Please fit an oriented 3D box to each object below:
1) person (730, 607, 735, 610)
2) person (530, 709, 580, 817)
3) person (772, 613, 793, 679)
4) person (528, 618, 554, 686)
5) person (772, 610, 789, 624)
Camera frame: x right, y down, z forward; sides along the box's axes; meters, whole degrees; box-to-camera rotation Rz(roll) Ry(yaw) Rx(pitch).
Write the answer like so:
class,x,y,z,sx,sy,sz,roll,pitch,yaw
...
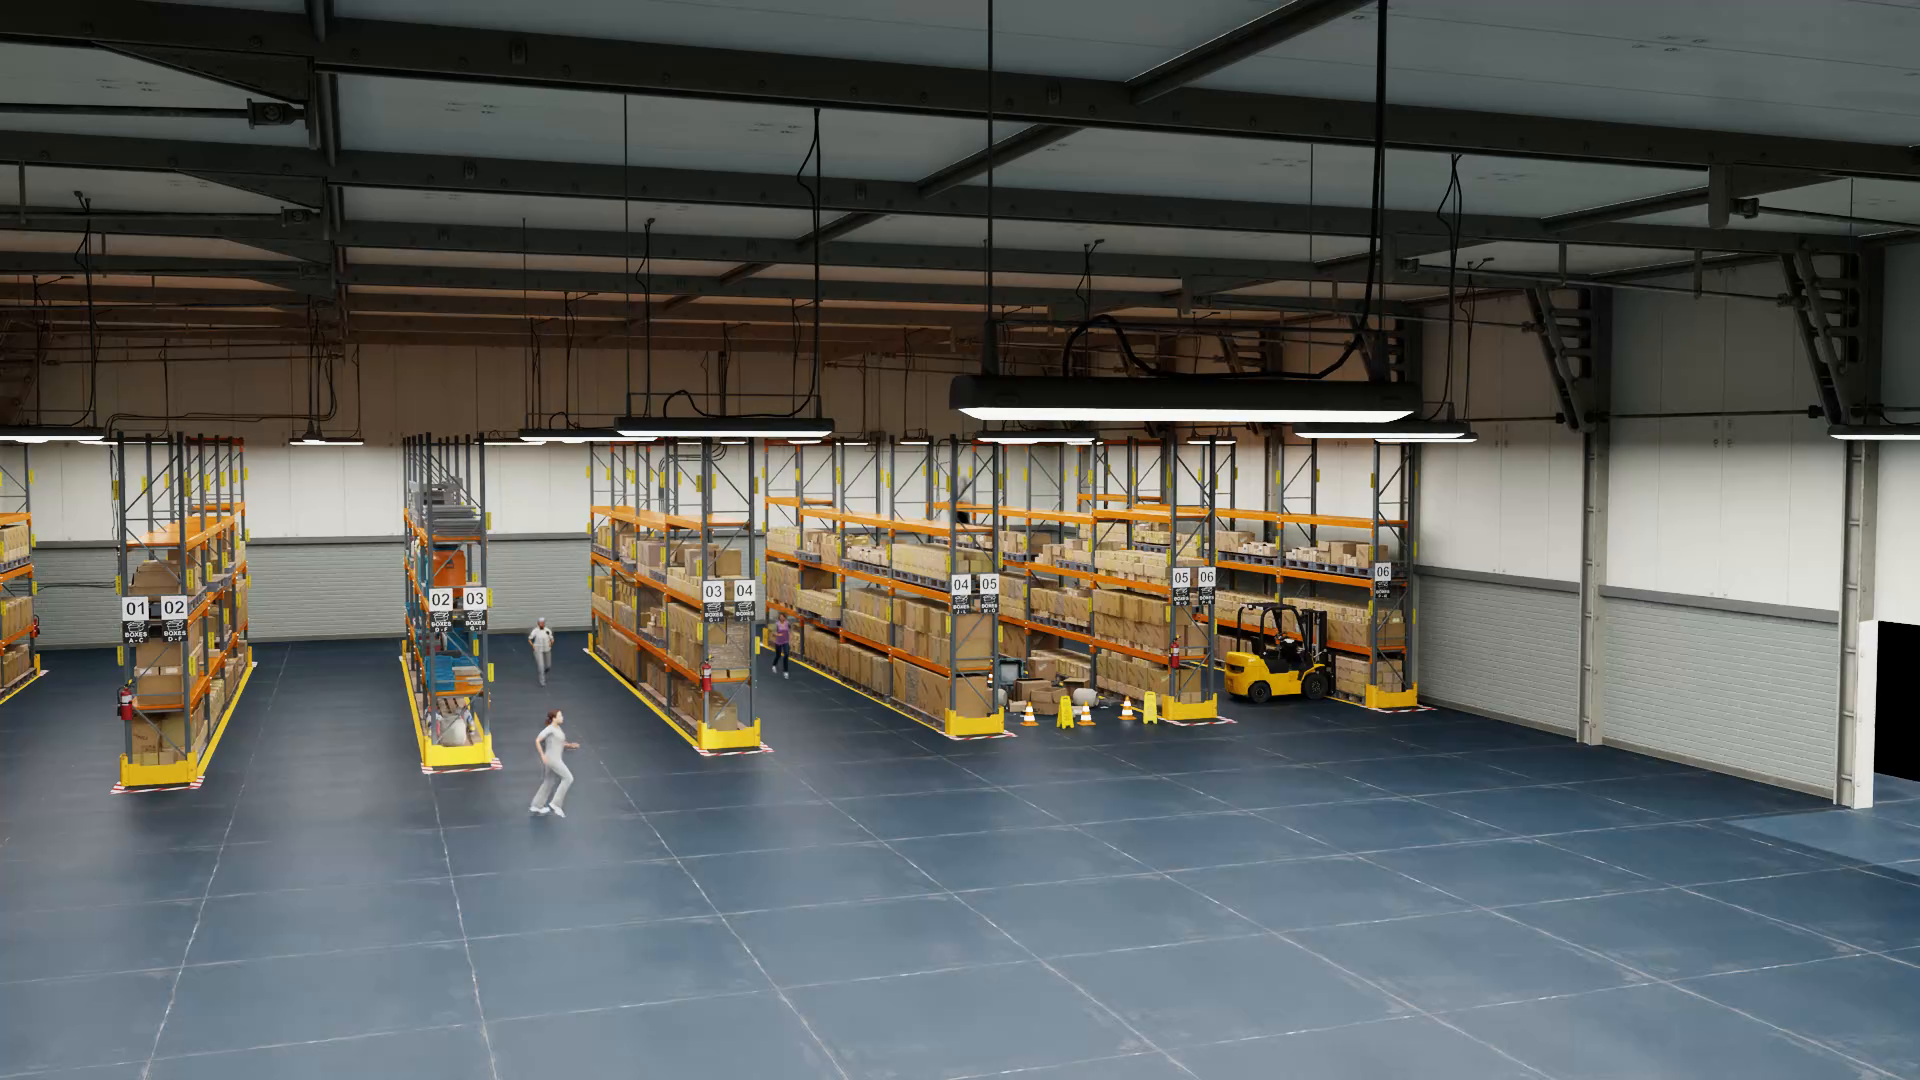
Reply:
class,x,y,z,sx,sy,sz,roll,pitch,yaw
person,-6.263,2.415,46.226,0.593,1.594,0.946,0,3,-7
person,-6.295,3.456,25.807,0.787,1.687,0.527,0,3,-3
person,-4.464,2.660,41.659,0.549,1.528,0.874,-1,3,-19
person,-10.096,2.687,40.115,0.616,1.625,0.737,-2,4,-30
person,-5.355,2.098,49.791,0.597,1.698,0.624,1,3,24
